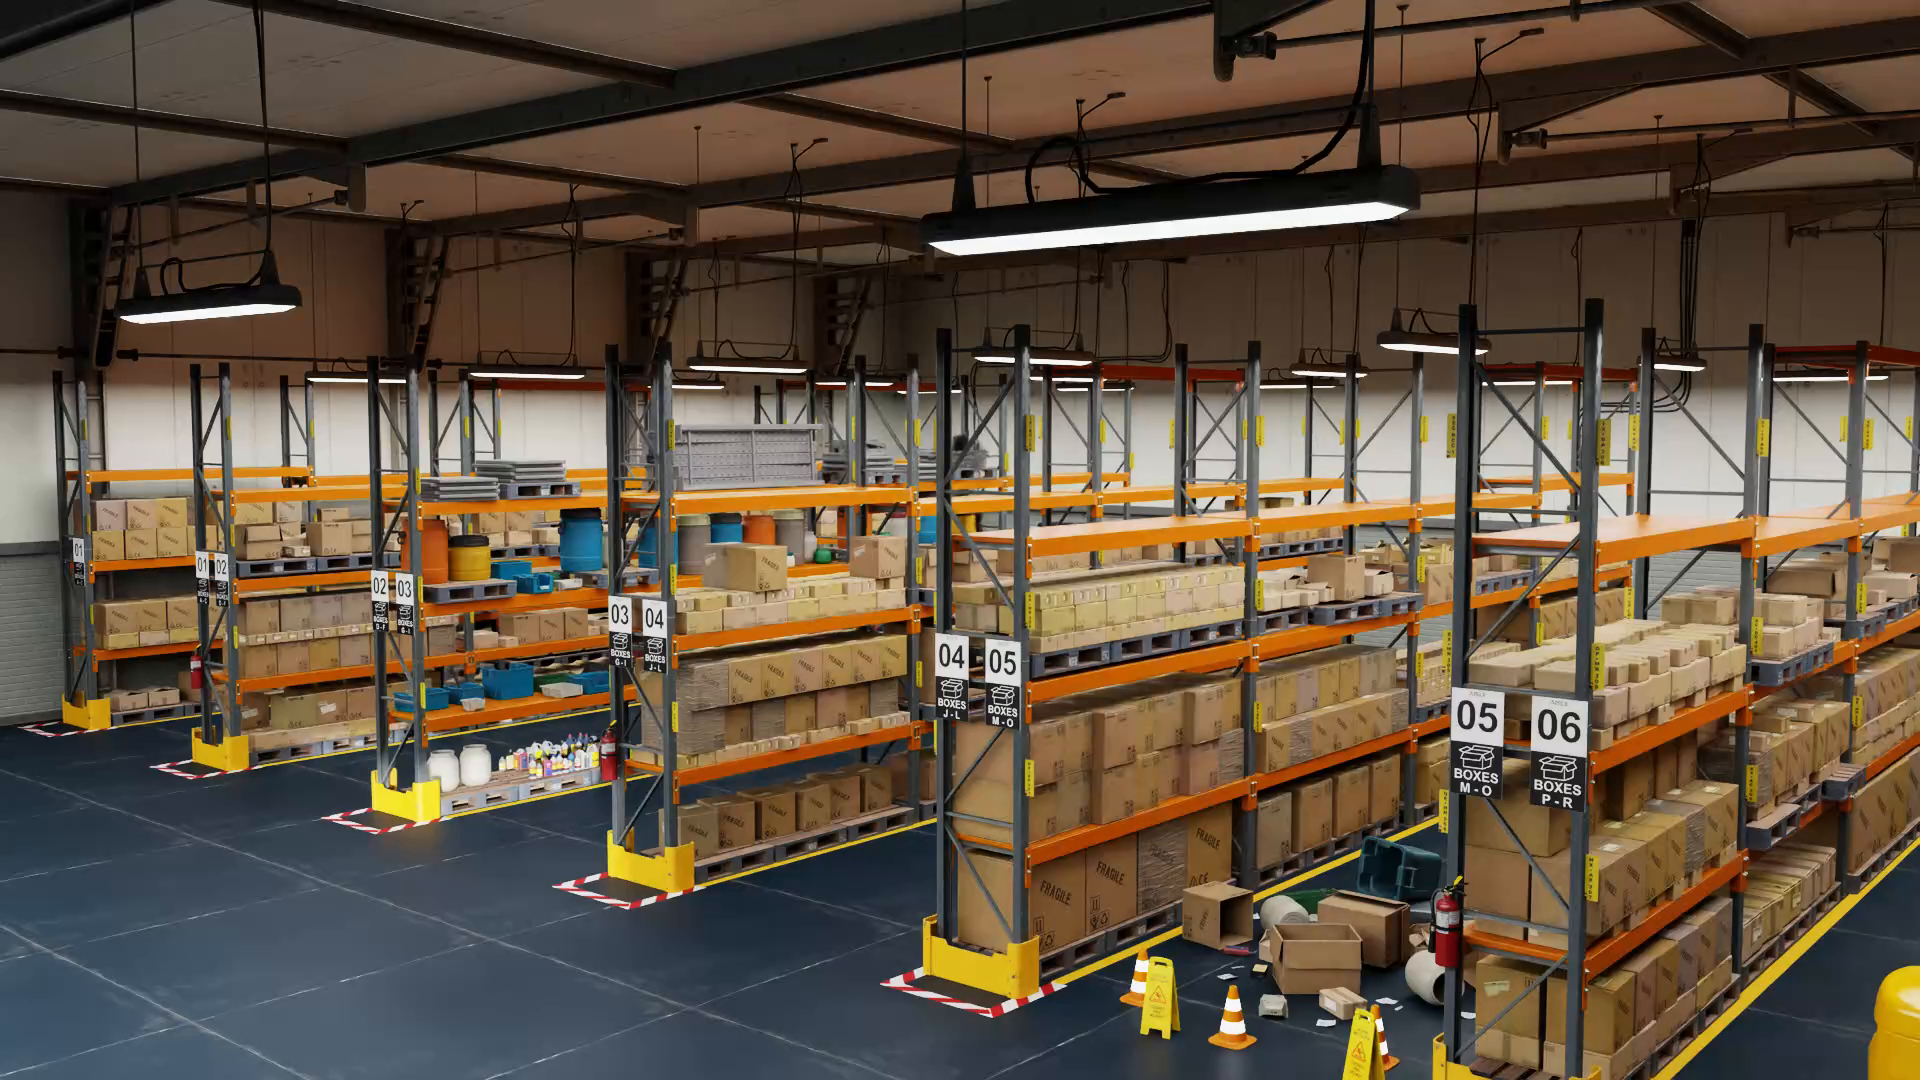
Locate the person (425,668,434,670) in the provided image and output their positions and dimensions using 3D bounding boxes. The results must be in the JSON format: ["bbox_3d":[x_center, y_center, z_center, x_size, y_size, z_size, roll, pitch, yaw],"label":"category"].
[{"bbox_3d":[-9.655,2.263,29.741,0.676,1.477,0.996,2,4,22],"label":"person"}]

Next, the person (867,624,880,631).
[{"bbox_3d":[-1.433,2.000,31.523,0.627,1.759,0.868,2,4,22],"label":"person"}]
